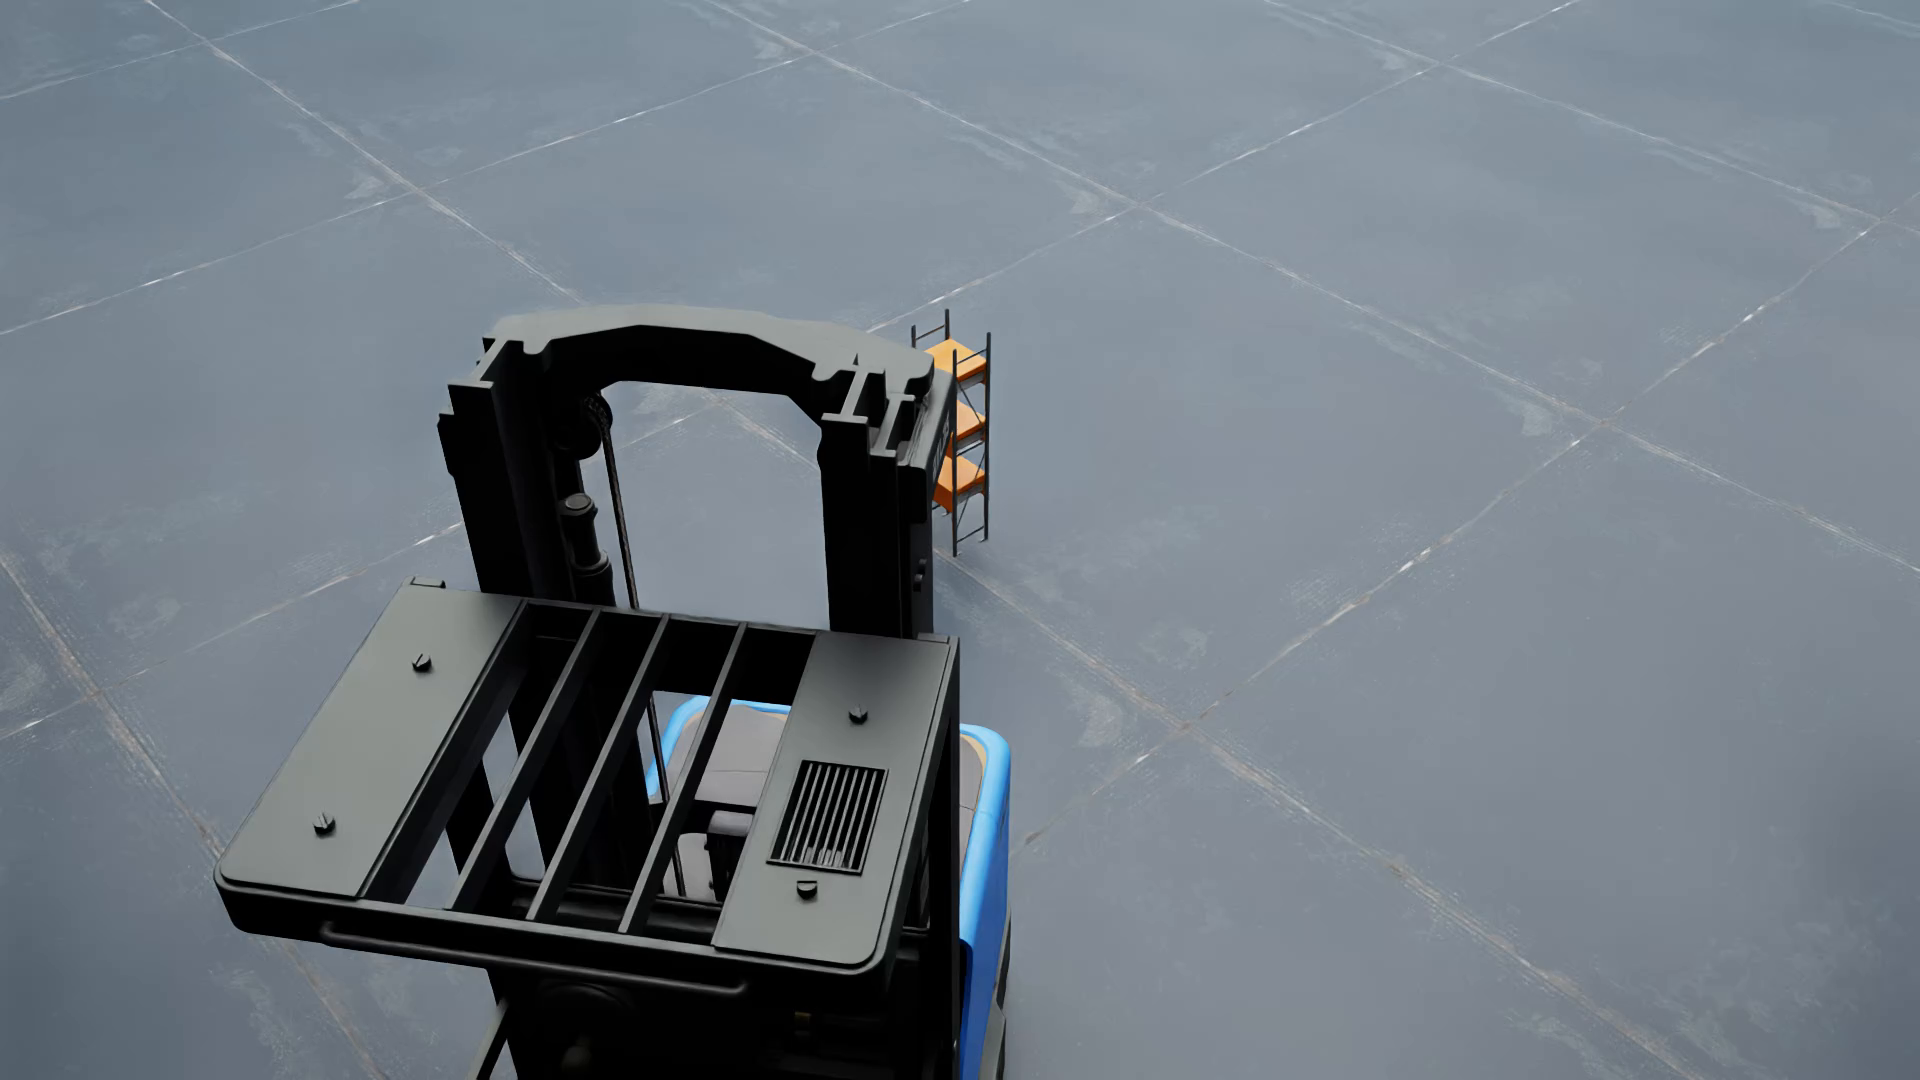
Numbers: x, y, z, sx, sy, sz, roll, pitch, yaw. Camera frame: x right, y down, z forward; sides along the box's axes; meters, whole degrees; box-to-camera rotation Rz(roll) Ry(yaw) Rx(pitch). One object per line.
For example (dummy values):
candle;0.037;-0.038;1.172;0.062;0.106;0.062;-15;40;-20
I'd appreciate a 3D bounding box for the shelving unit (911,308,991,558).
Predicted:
shelving unit;-0.036;-0.433;6.951;0.215;1.050;0.252;-30;48;-32

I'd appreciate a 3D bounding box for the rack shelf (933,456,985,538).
rack shelf;-0.036;-0.209;7.132;0.215;0.259;0.240;-30;48;-32

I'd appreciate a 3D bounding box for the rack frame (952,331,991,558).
rack frame;0.046;-0.377;6.881;0.200;1.050;0.008;-30;48;-32

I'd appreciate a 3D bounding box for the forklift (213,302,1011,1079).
forklift;-0.583;1.111;3.541;1.130;2.935;3.031;6;39;7

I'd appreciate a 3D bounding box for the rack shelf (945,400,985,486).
rack shelf;-0.036;-0.425;6.957;0.215;0.259;0.240;-30;48;-32

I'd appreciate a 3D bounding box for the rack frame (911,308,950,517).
rack frame;-0.119;-0.490;7.021;0.200;1.050;0.008;-30;48;-32

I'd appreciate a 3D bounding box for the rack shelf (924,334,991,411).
rack shelf;-0.036;-0.646;6.779;0.215;0.259;0.240;-30;48;-32
